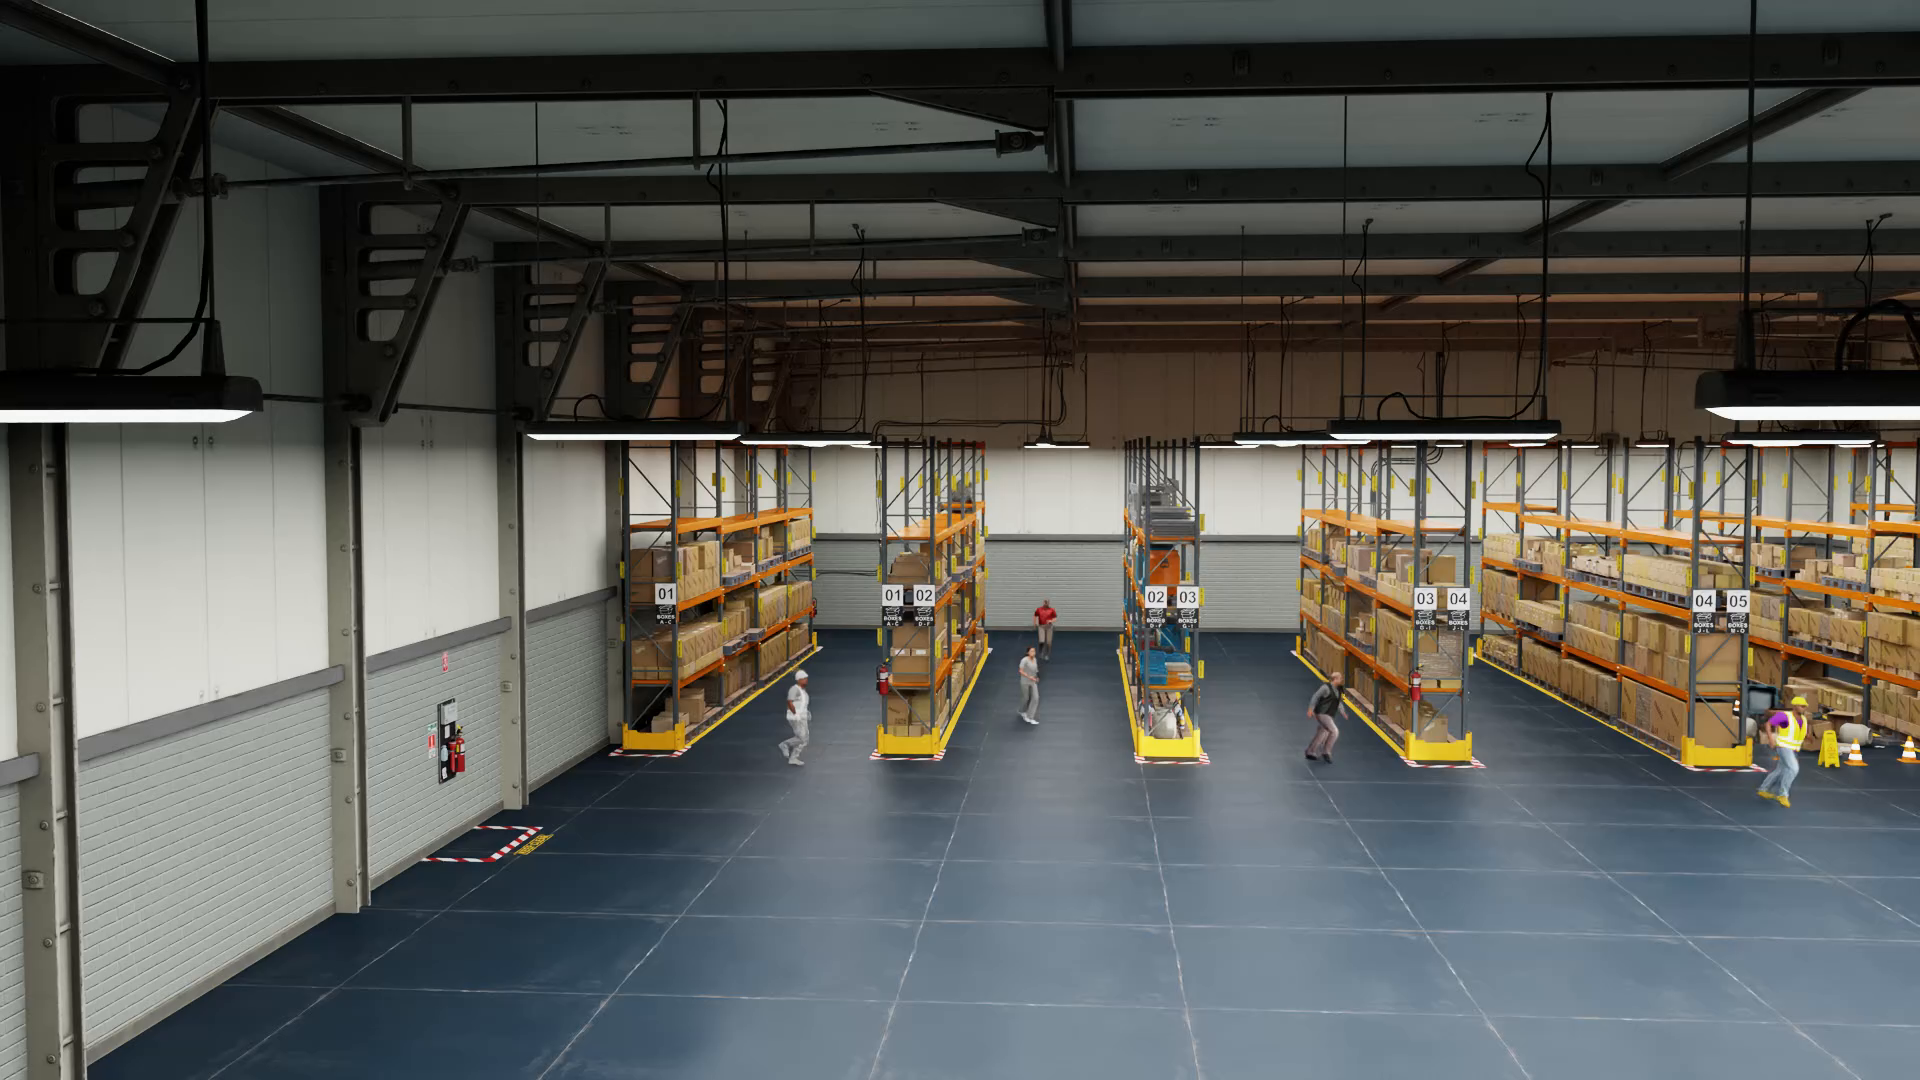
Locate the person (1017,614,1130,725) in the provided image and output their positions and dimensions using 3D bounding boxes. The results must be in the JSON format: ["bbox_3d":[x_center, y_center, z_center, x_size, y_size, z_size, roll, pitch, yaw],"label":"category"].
[{"bbox_3d":[2.886,2.830,38.748,6.857,1.650,5.748,-2,4,-30],"label":"person"}]

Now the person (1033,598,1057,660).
[{"bbox_3d":[2.329,2.444,45.336,0.637,1.697,0.655,0,3,-1],"label":"person"}]

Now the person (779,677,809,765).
[{"bbox_3d":[10.455,2.175,33.136,24.536,3.559,14.318,1,3,18],"label":"person"}]

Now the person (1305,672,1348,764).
[{"bbox_3d":[6.732,3.247,30.615,0.772,1.658,0.525,3,4,39],"label":"person"}]

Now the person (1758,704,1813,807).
[{"bbox_3d":[13.401,3.416,26.966,0.815,1.680,0.798,-2,4,-30],"label":"person"}]
